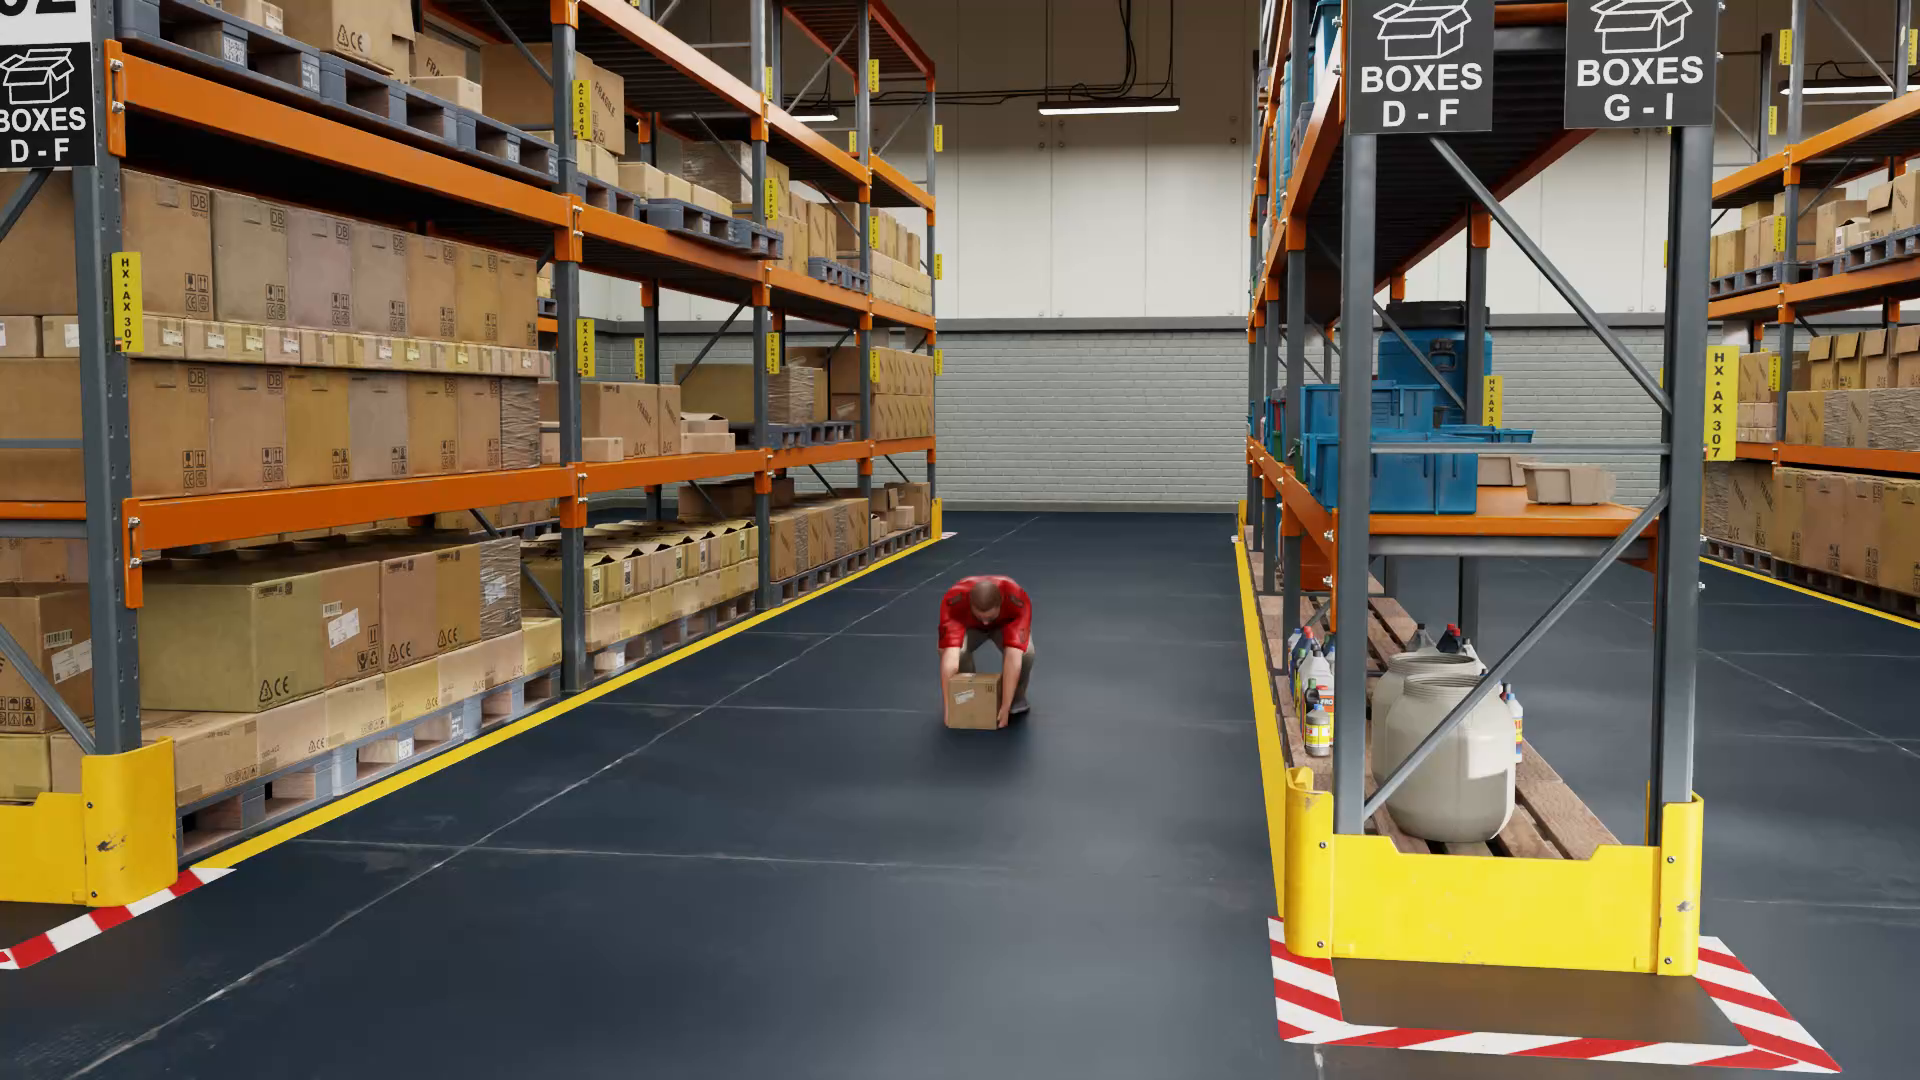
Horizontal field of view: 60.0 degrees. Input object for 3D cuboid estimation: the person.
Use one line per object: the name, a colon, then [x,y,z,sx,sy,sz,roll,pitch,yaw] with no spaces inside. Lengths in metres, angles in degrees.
person: [0.166,0.055,8.972,0.532,1.733,0.470,1,4,8]
